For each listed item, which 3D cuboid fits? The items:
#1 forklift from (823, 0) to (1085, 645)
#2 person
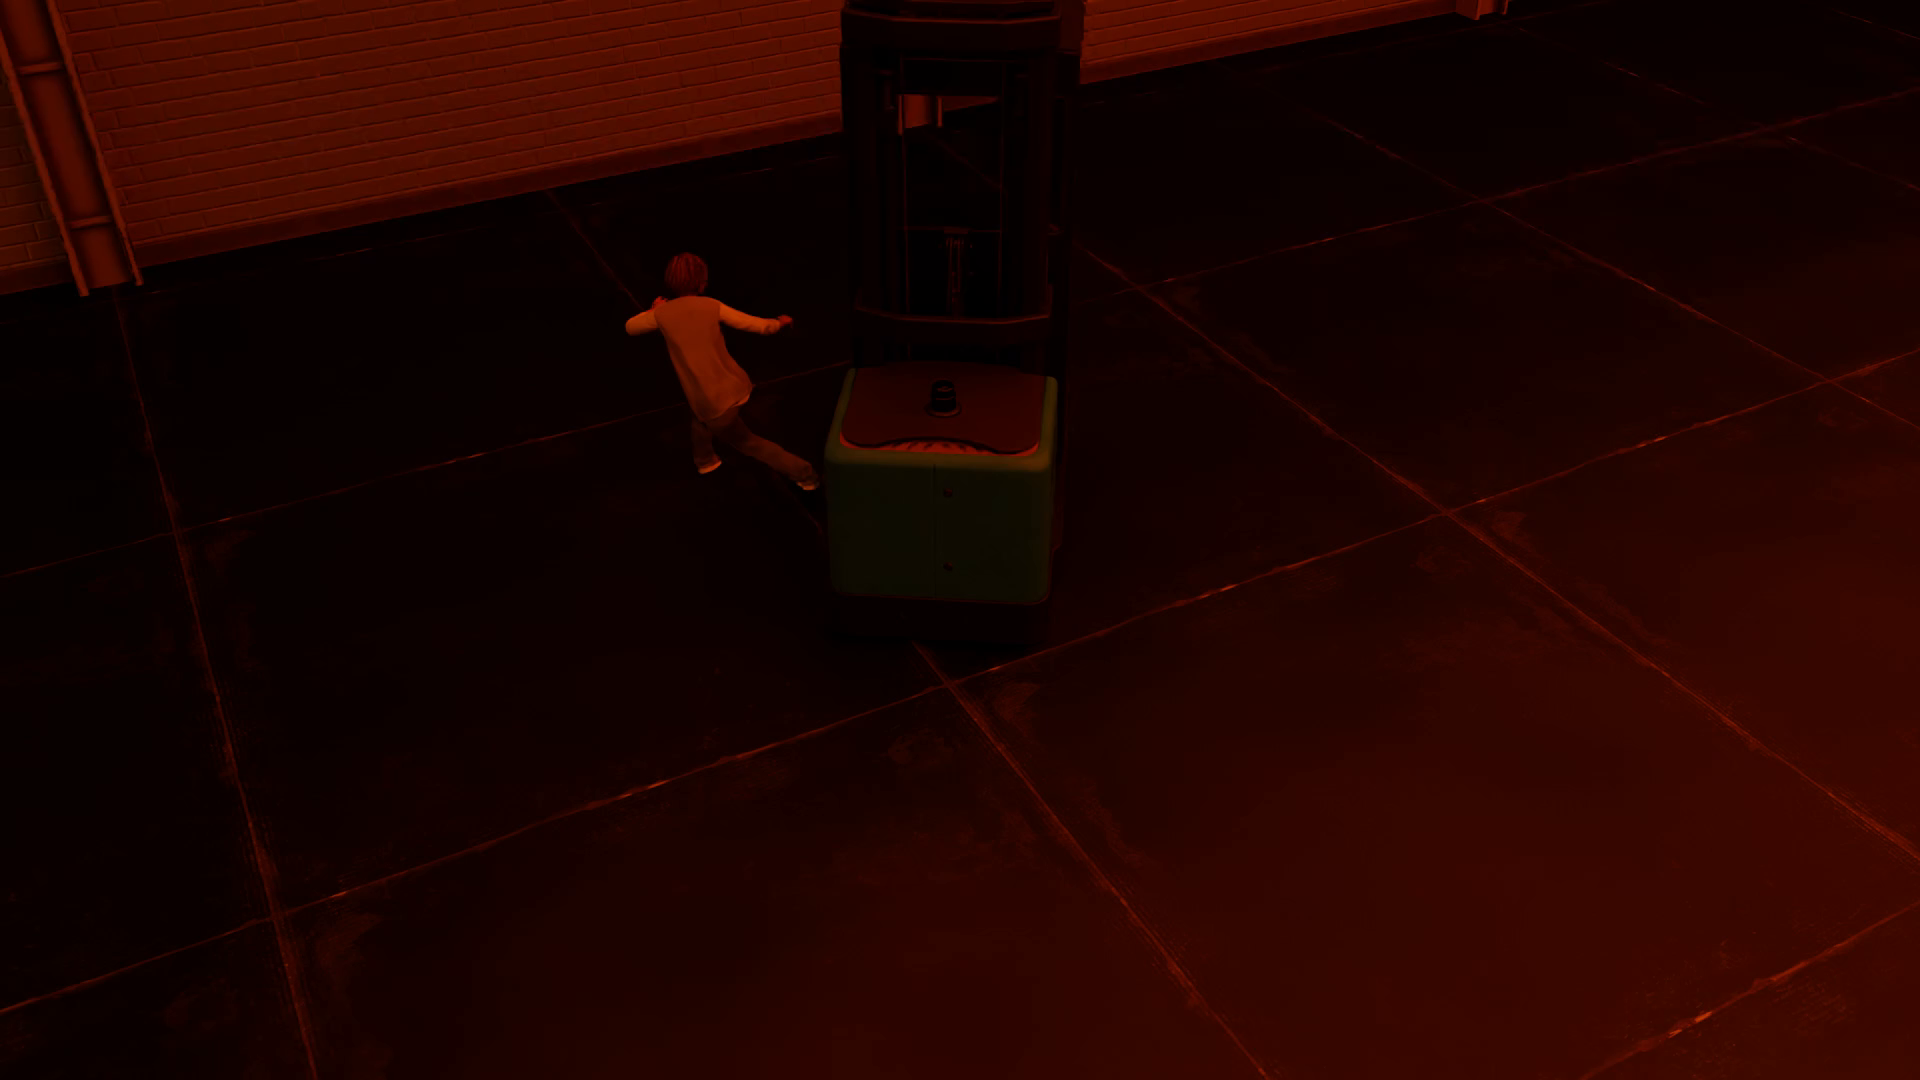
[{"bbox_3d":[0.022,-1.536,8.296,1.130,2.935,3.031,3,35,4],"label":"forklift"},{"bbox_3d":[-1.250,-0.891,8.722,0.845,1.366,0.871,-21,40,-26],"label":"person"}]
